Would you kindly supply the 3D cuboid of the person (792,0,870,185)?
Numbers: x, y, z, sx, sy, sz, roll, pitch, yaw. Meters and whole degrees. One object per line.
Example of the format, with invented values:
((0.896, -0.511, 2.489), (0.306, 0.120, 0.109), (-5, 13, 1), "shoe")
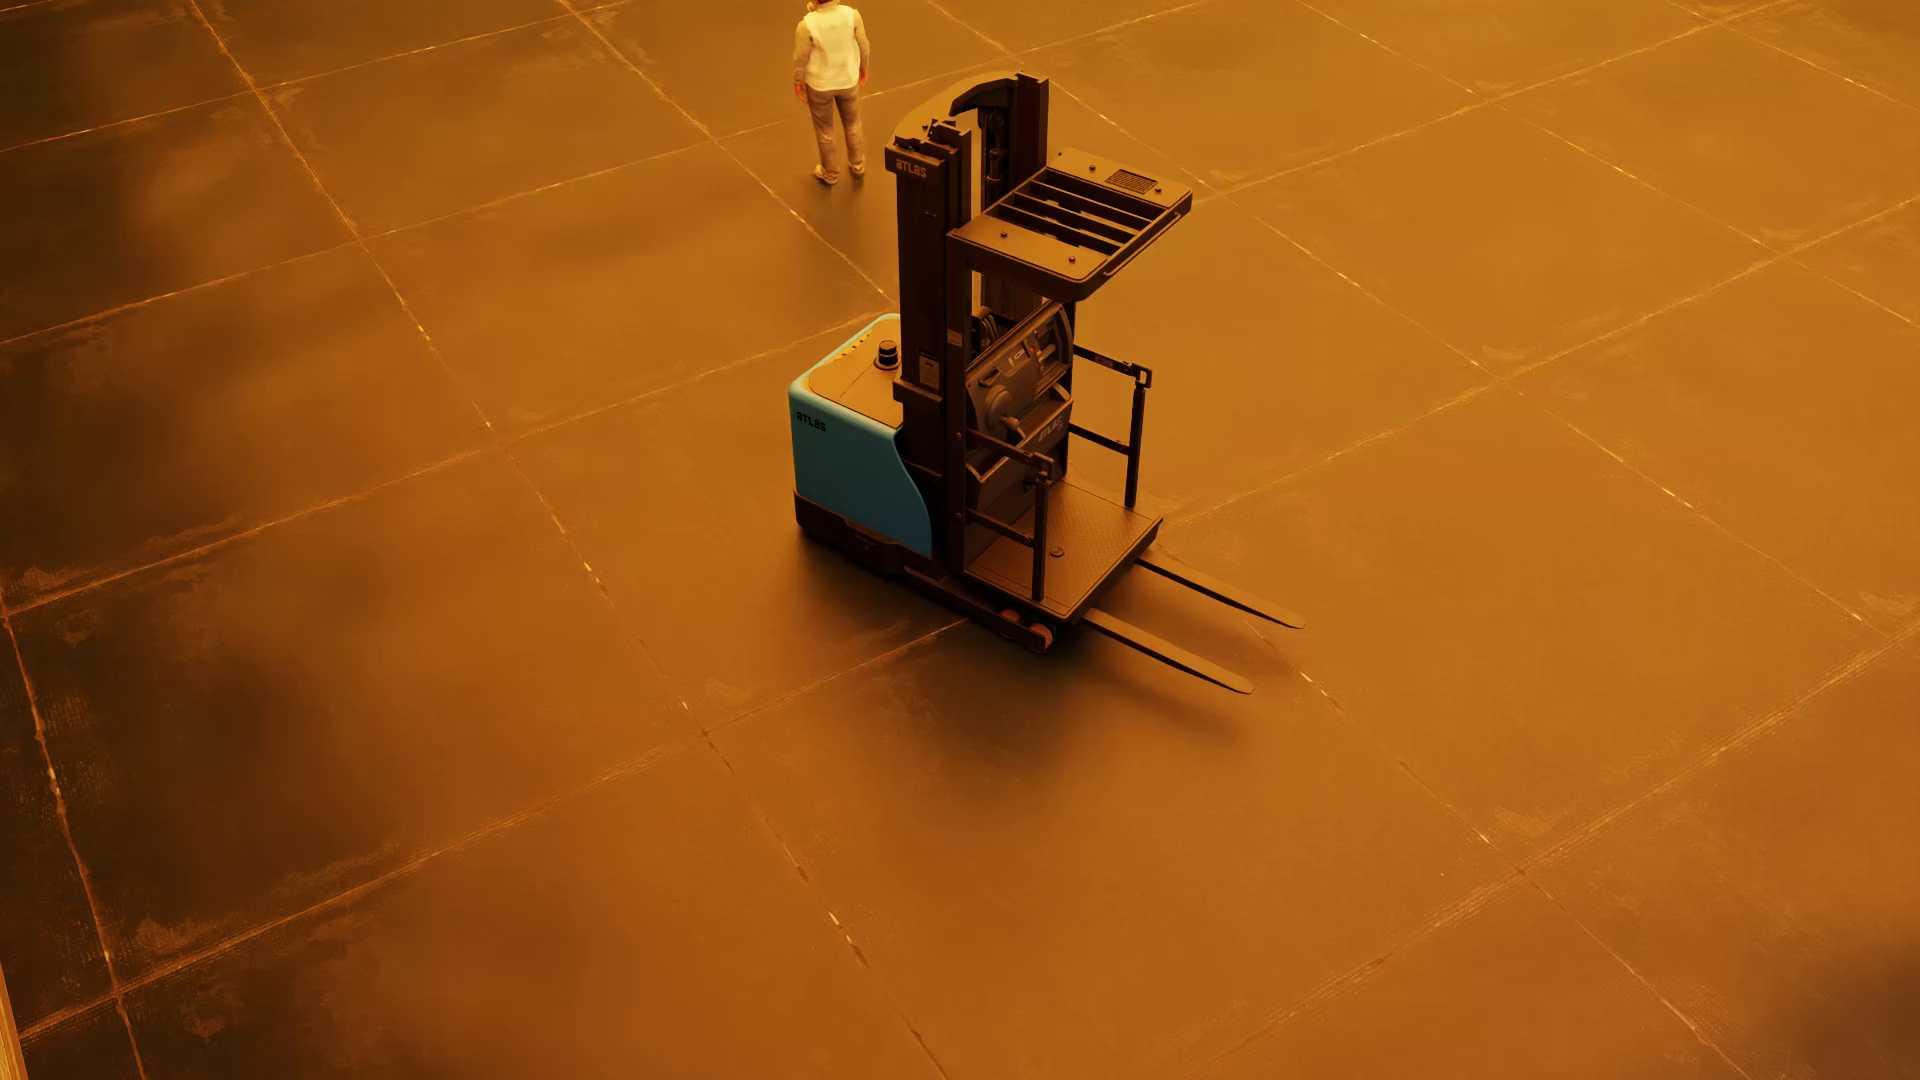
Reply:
((-1.012, -3.591, 12.855), (0.621, 1.780, 0.546), (-14, 43, -15), "person")

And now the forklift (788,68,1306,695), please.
((0.496, -0.872, 8.869), (3.031, 2.935, 1.130), (25, 47, 26), "forklift")
